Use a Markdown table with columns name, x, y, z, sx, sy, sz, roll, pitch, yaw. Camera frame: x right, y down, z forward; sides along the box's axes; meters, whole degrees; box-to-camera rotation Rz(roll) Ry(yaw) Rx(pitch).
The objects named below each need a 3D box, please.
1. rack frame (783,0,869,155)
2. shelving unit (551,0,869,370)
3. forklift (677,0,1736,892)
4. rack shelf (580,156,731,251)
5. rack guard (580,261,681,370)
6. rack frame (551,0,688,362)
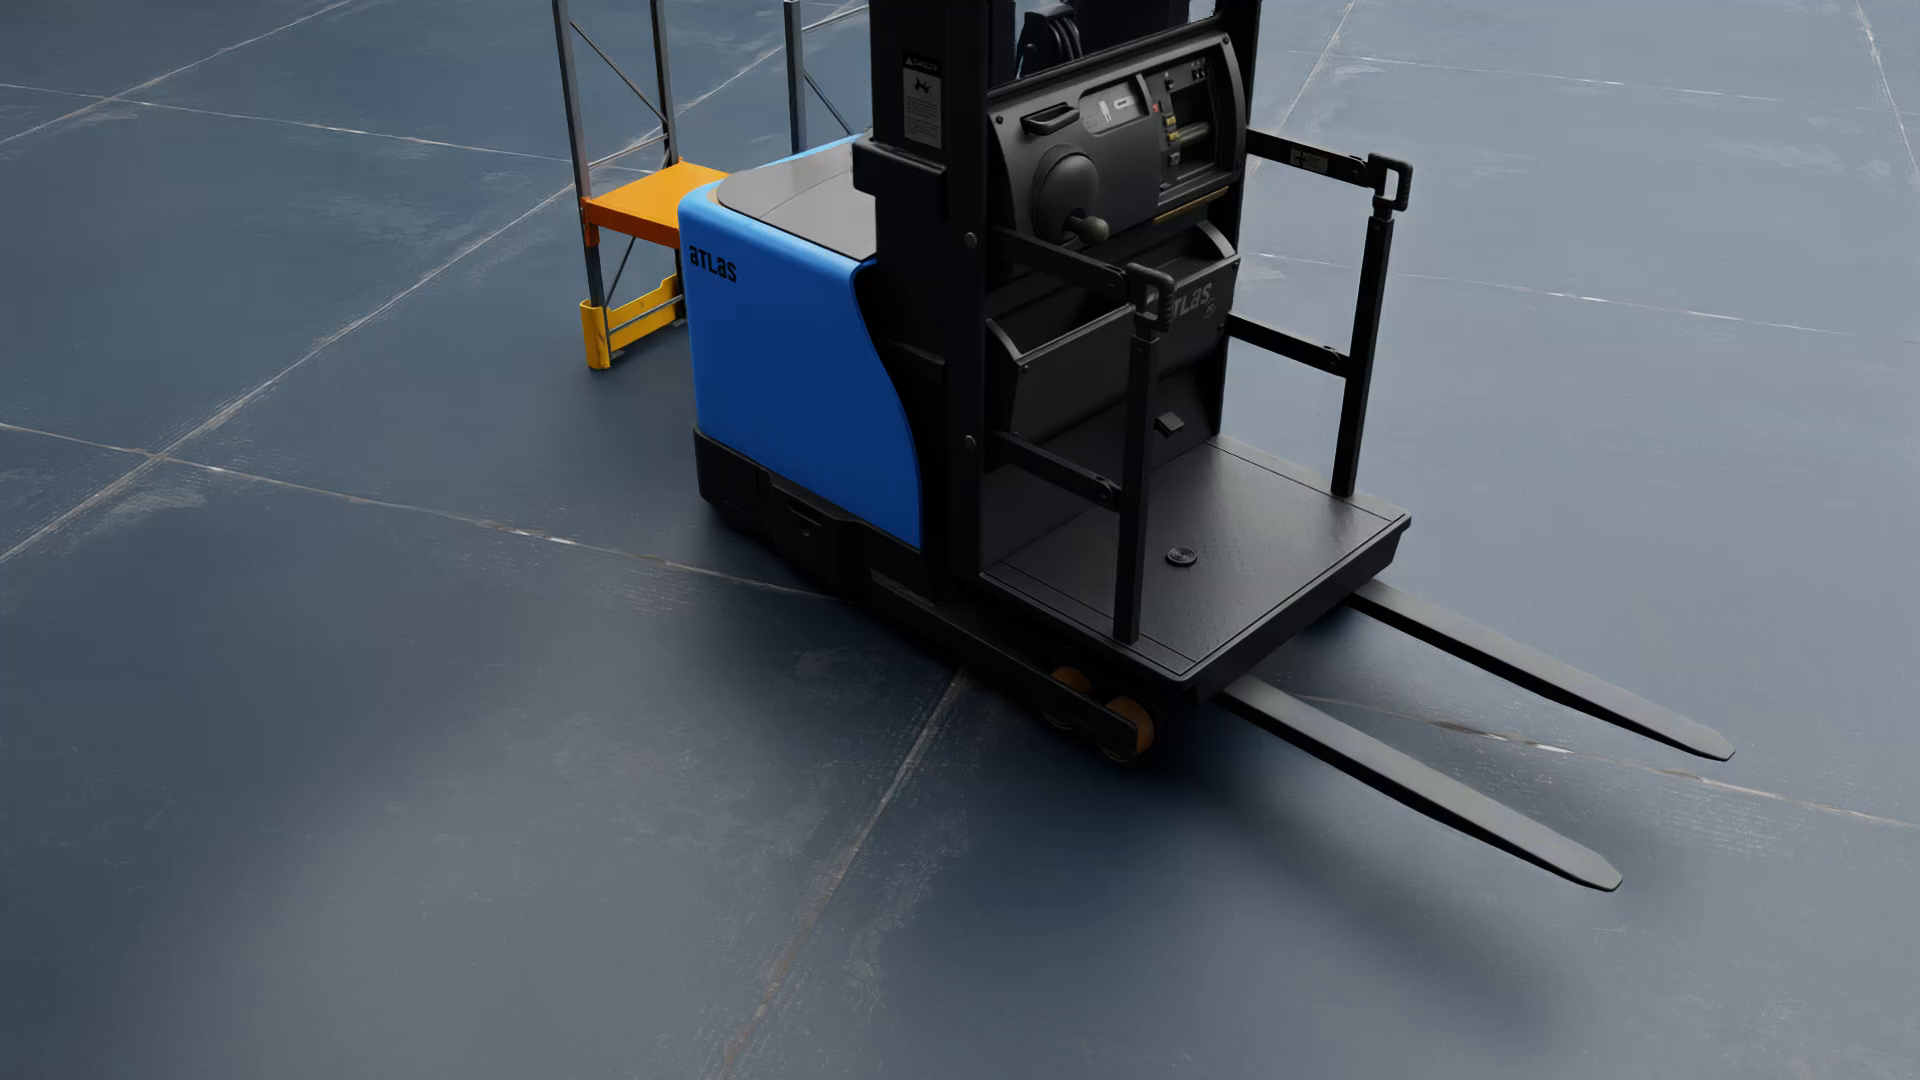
| name | x | y | z | sx | sy | sz | roll | pitch | yaw |
| --- | --- | --- | --- | --- | --- | --- | --- | --- | --- |
| rack frame | -0.376 | -1.095 | 5.563 | 0.032 | 1.500 | 0.500 | 21 | 38 | 29 |
| shelving unit | -0.802 | -1.254 | 5.810 | 1.083 | 1.500 | 0.587 | 21 | 38 | 29 |
| forklift | 0.568 | -0.972 | 4.054 | 3.031 | 2.935 | 1.130 | 28 | 42 | 36 |
| rack shelf | -0.794 | -1.101 | 5.903 | 1.000 | 0.185 | 0.538 | 21 | 38 | 29 |
| rack guard | -1.211 | -0.883 | 6.387 | 0.087 | 0.250 | 0.587 | 21 | 38 | 29 |
| rack frame | -1.212 | -1.409 | 6.049 | 0.032 | 1.500 | 0.500 | 21 | 38 | 29 |
